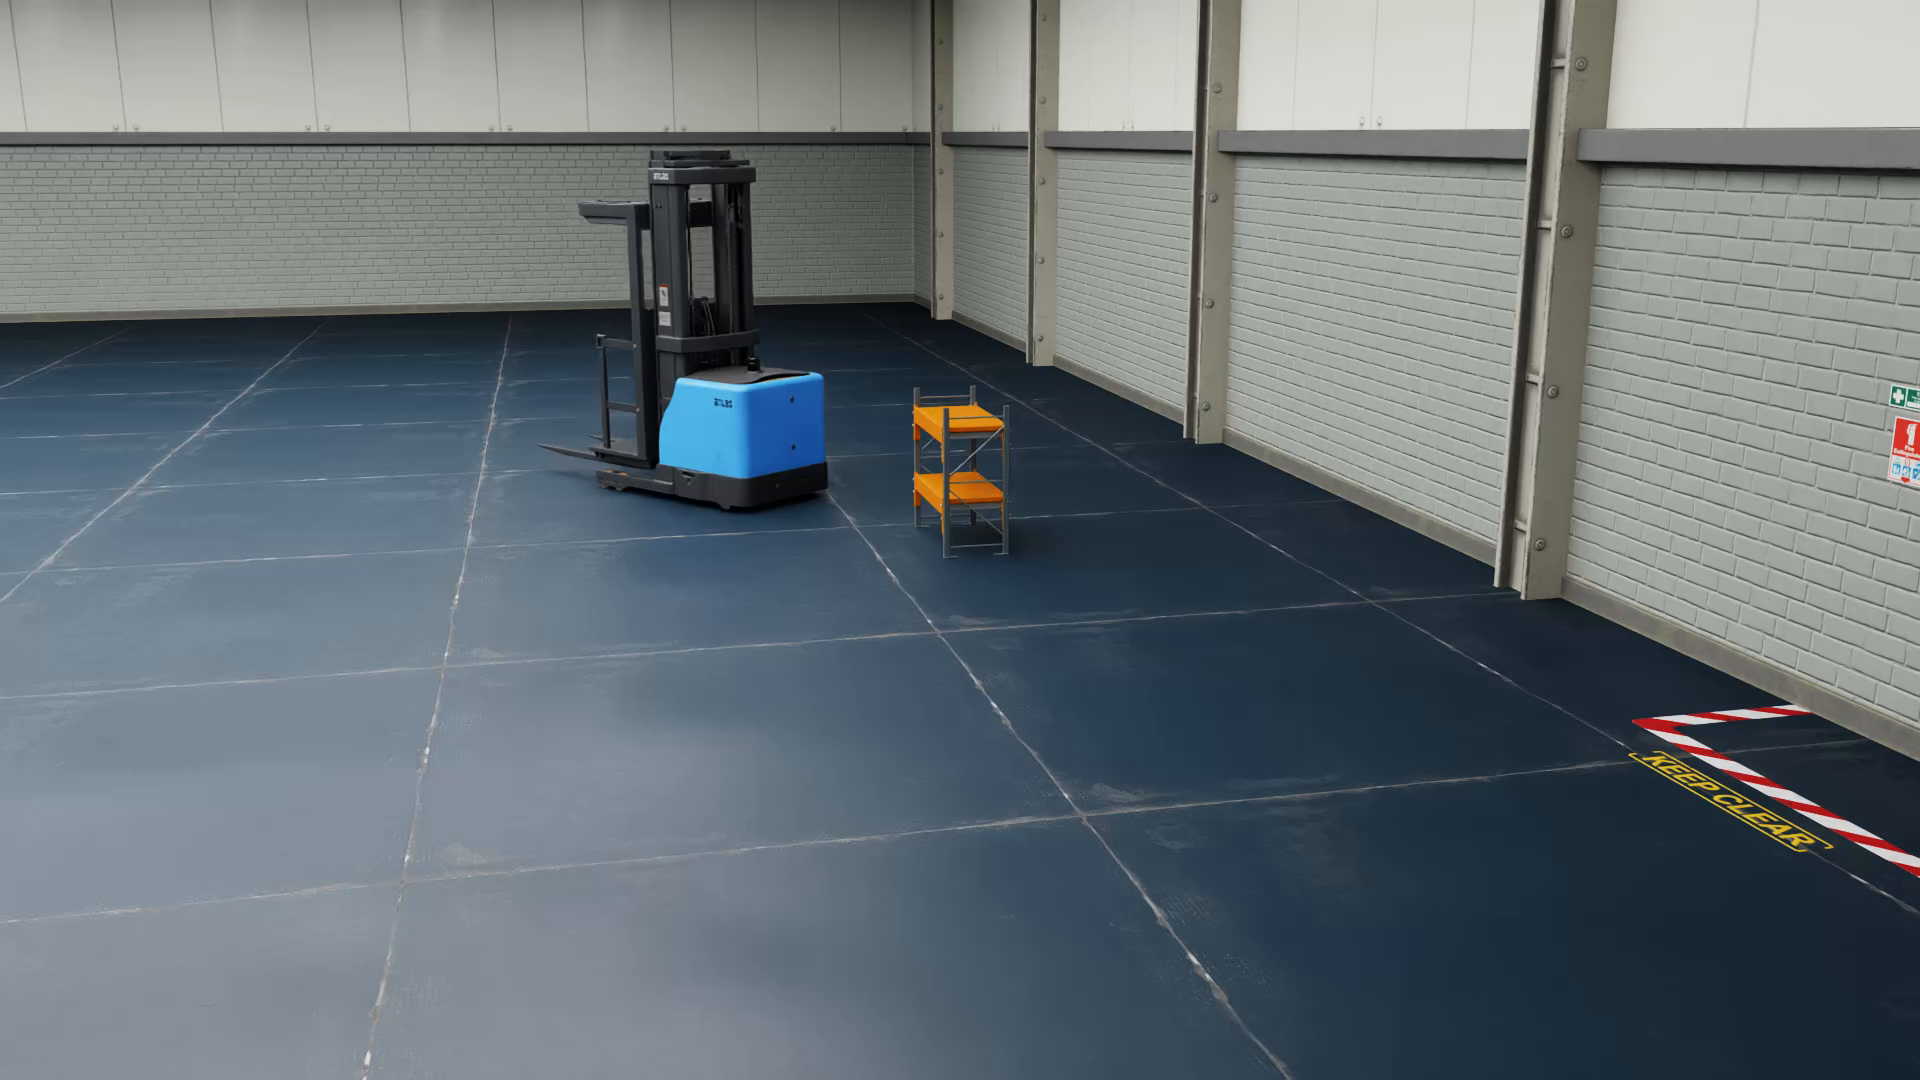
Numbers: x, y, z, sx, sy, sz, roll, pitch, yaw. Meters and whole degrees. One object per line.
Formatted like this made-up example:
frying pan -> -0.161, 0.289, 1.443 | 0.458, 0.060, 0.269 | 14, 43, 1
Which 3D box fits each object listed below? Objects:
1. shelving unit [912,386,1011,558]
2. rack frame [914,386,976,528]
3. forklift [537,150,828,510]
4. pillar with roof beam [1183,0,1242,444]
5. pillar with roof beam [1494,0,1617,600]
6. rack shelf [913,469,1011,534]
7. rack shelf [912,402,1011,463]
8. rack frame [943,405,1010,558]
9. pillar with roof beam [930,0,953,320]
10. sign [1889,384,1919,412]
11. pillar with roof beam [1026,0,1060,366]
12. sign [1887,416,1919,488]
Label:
shelving unit -> 0.002, -0.545, 12.787 | 0.538, 1.125, 1.048 | -3, 14, -13
rack frame -> -0.118, -0.662, 13.267 | 0.500, 1.125, 0.032 | -3, 14, -13
forklift -> -2.609, -1.940, 14.692 | 3.031, 2.935, 1.130 | 11, 18, 38
pillar with roof beam -> -1.667, -5.163, 15.099 | 9.100, 9.000, 0.400 | -3, 14, -13
pillar with roof beam -> -0.257, -3.779, 9.433 | 9.100, 9.000, 0.400 | -3, 14, -13
rack shelf -> 0.002, -0.307, 12.845 | 0.538, 0.278, 1.000 | -3, 14, -13
rack shelf -> 0.002, -0.829, 12.718 | 0.538, 0.278, 1.000 | -3, 14, -13
rack frame -> 0.121, -0.428, 12.307 | 0.500, 1.125, 0.032 | -3, 14, -13
pillar with roof beam -> -4.485, -7.931, 26.430 | 9.100, 9.000, 0.400 | -3, 14, -13
sign -> 4.756, -0.699, 8.276 | 0.001, 0.109, 0.331 | -3, 14, -13
pillar with roof beam -> -3.076, -6.547, 20.764 | 9.100, 9.000, 0.400 | -3, 14, -13
sign -> 4.763, -0.443, 8.345 | 0.001, 0.329, 0.234 | -3, 14, -13
